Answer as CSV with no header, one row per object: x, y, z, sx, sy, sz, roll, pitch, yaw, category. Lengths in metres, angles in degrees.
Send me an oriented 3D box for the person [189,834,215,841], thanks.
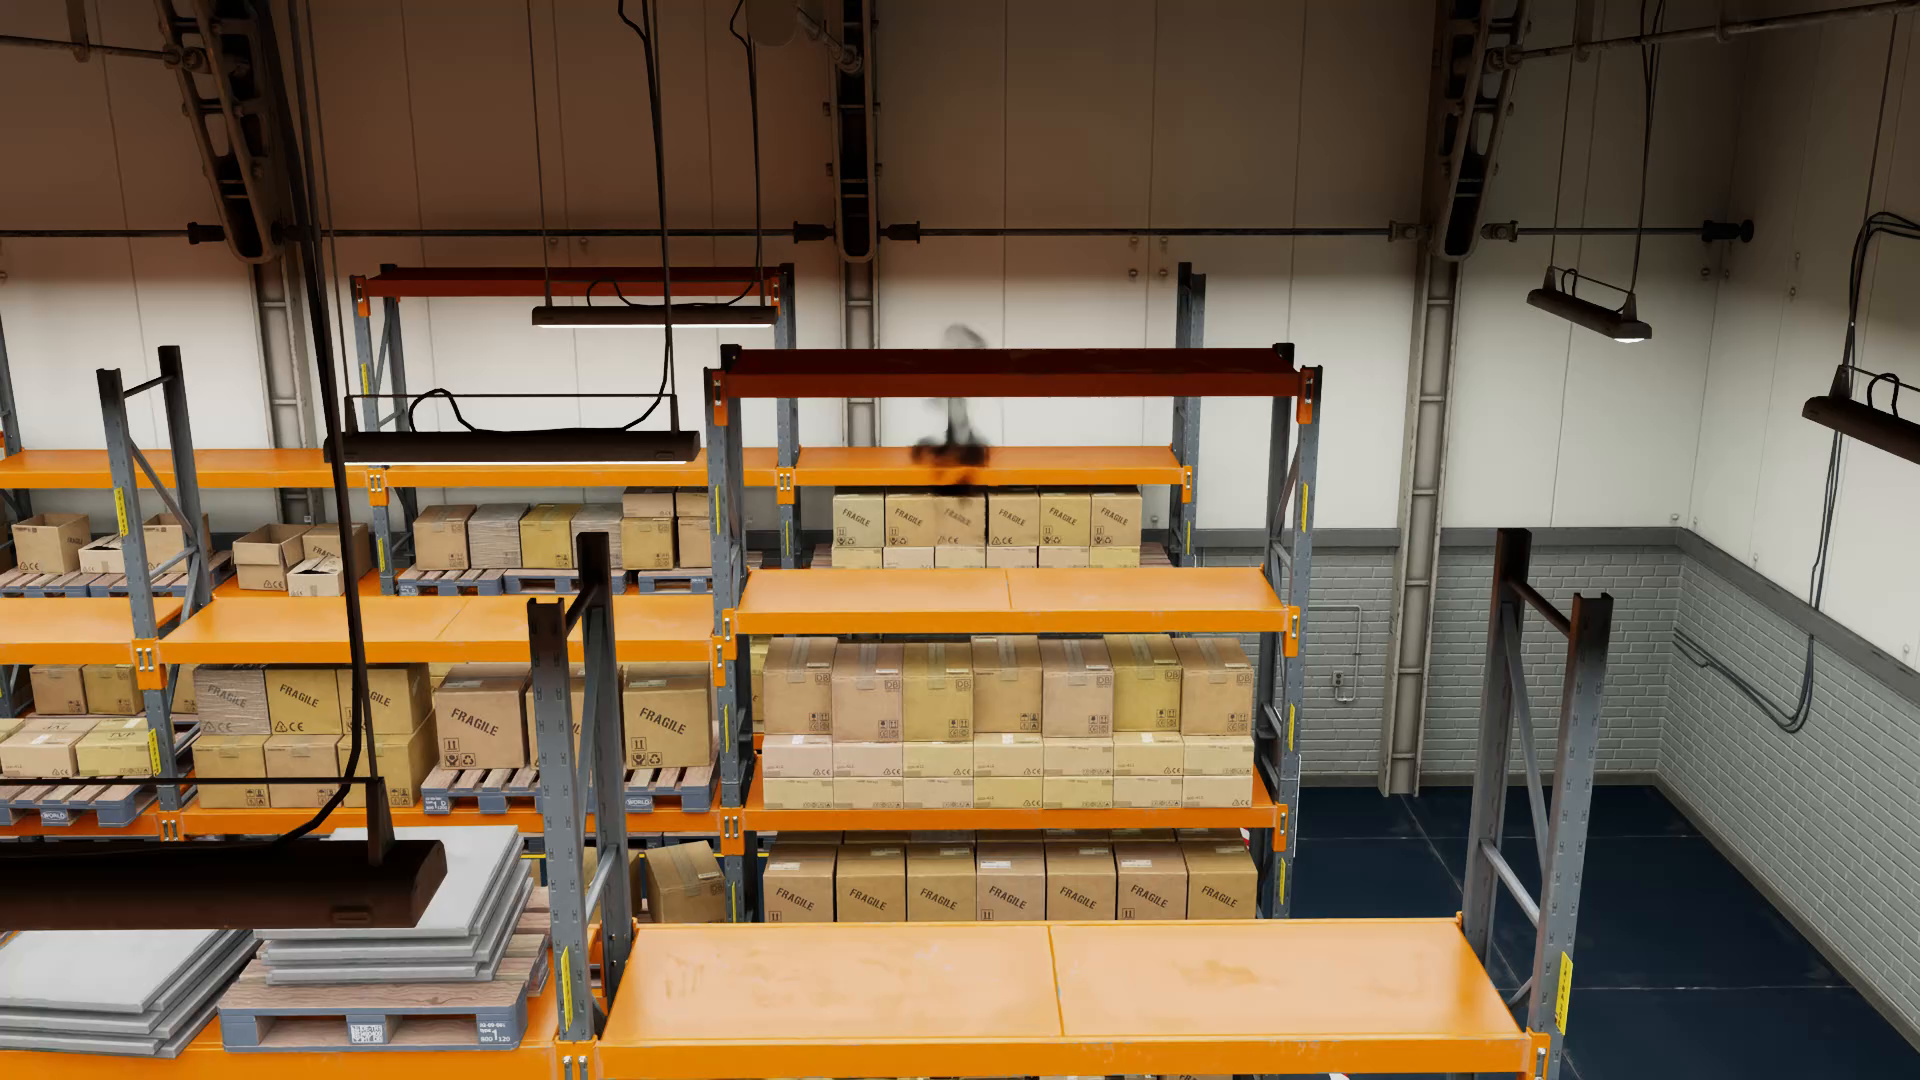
-6.654,3.206,14.719,0.725,1.687,0.570,-1,16,-5,person
